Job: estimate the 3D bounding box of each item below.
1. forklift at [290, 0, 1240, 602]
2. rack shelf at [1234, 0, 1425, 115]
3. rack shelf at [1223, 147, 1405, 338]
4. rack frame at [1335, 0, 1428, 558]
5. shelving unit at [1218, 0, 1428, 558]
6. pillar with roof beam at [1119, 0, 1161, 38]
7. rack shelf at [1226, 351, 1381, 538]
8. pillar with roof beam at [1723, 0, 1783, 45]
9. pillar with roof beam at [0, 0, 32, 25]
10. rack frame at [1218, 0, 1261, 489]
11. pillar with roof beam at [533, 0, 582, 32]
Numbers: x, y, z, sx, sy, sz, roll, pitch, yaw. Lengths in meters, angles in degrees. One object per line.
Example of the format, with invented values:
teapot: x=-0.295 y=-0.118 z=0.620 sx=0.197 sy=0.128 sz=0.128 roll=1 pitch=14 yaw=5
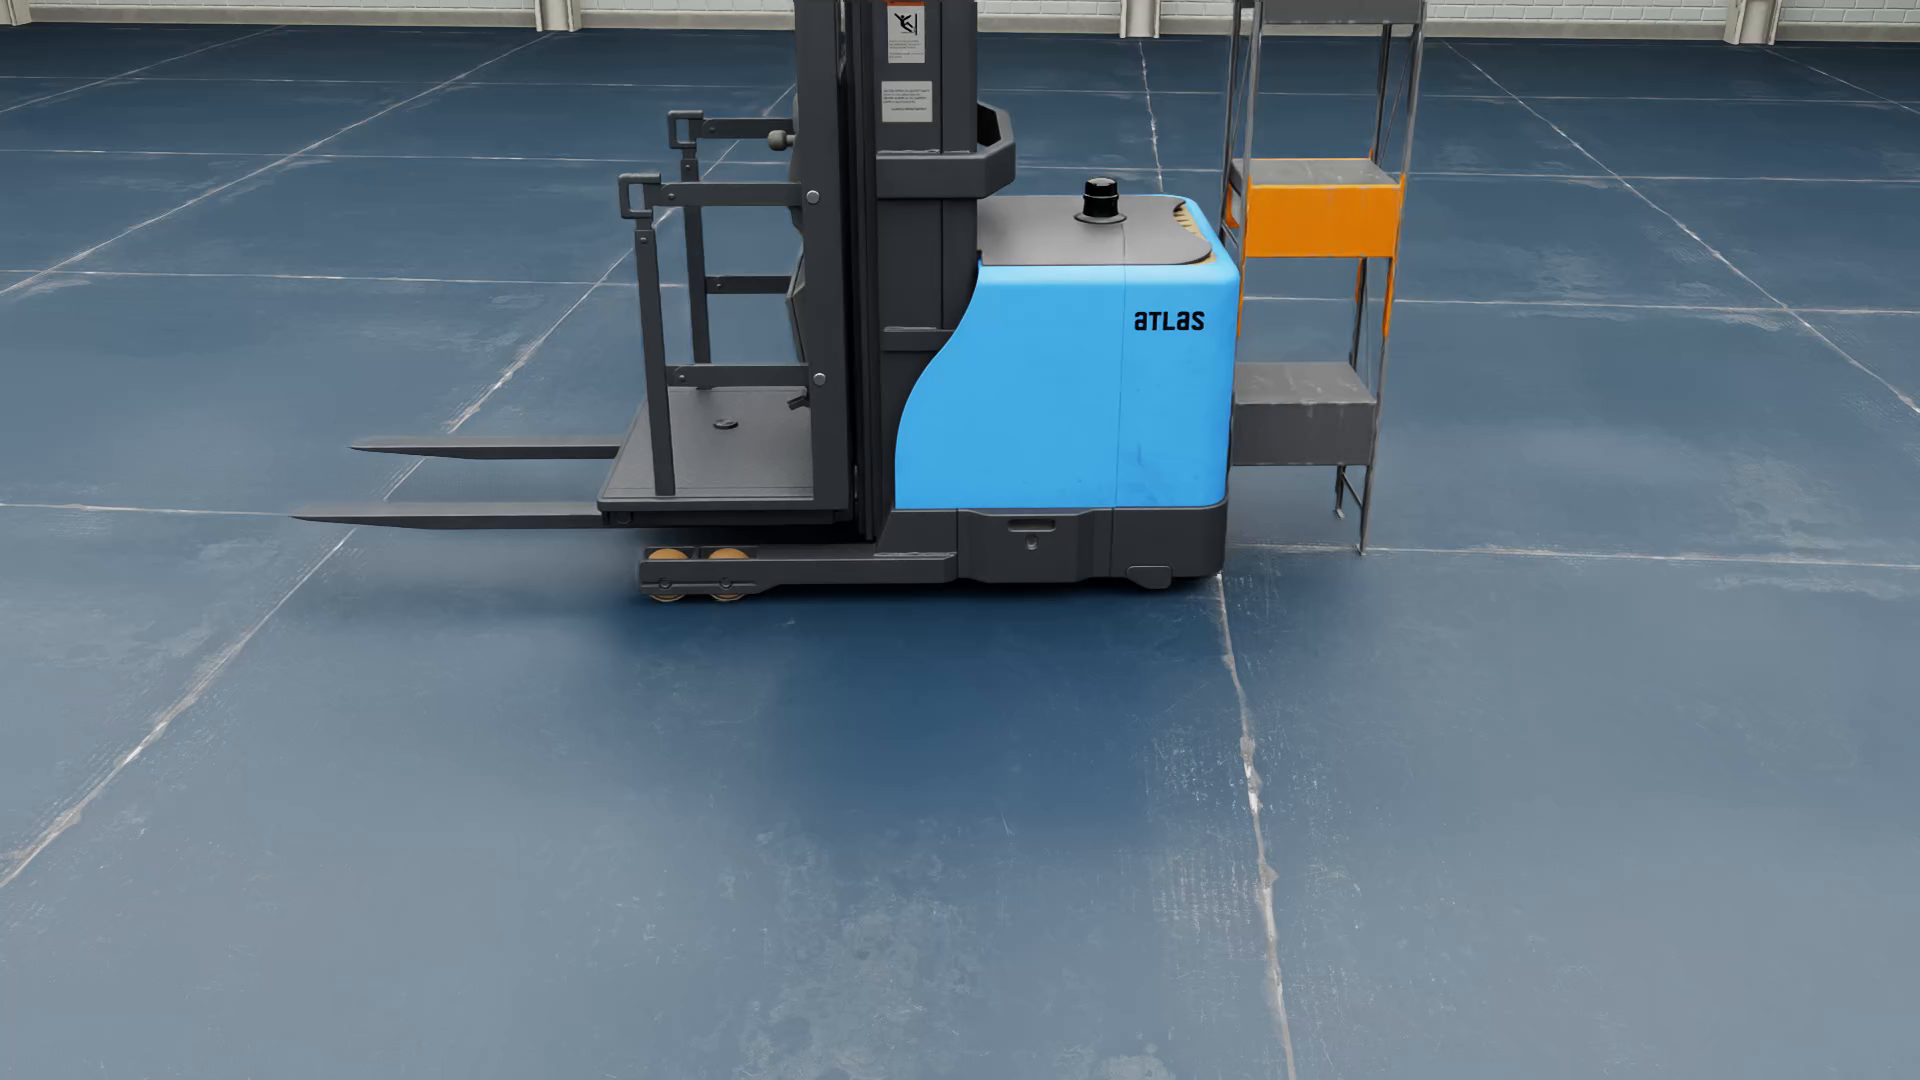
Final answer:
forklift: x=-0.664 y=-1.357 z=5.193 sx=3.031 sy=2.935 sz=1.130 roll=0 pitch=25 yaw=-1
rack shelf: x=1.116 y=-1.600 z=5.073 sx=0.480 sy=0.518 sz=0.431 roll=0 pitch=25 yaw=-1
rack shelf: x=1.116 y=-0.964 z=5.366 sx=0.480 sy=0.518 sz=0.431 roll=0 pitch=25 yaw=-1
rack frame: x=1.360 y=-0.978 z=5.364 sx=0.015 sy=2.100 sz=0.400 roll=0 pitch=25 yaw=-1
shelving unit: x=1.116 y=-0.976 z=5.360 sx=0.503 sy=2.100 sz=0.431 roll=0 pitch=25 yaw=-1
pillar with roof beam: x=1.489 y=-7.414 z=11.098 sx=0.400 sy=9.000 sz=9.100 roll=2 pitch=25 yaw=4
rack shelf: x=1.116 y=-0.328 z=5.658 sx=0.480 sy=0.518 sz=0.431 roll=0 pitch=25 yaw=-1
pillar with roof beam: x=7.472 y=-7.222 z=10.681 sx=0.400 sy=9.000 sz=9.100 roll=2 pitch=25 yaw=4
pillar with roof beam: x=-10.475 y=-7.798 z=11.932 sx=0.400 sy=9.000 sz=9.100 roll=2 pitch=25 yaw=4
rack frame: x=0.872 y=-0.975 z=5.356 sx=0.015 sy=2.100 sz=0.400 roll=0 pitch=25 yaw=-1
pillar with roof beam: x=-4.493 y=-7.606 z=11.515 sx=0.400 sy=9.000 sz=9.100 roll=2 pitch=25 yaw=4
